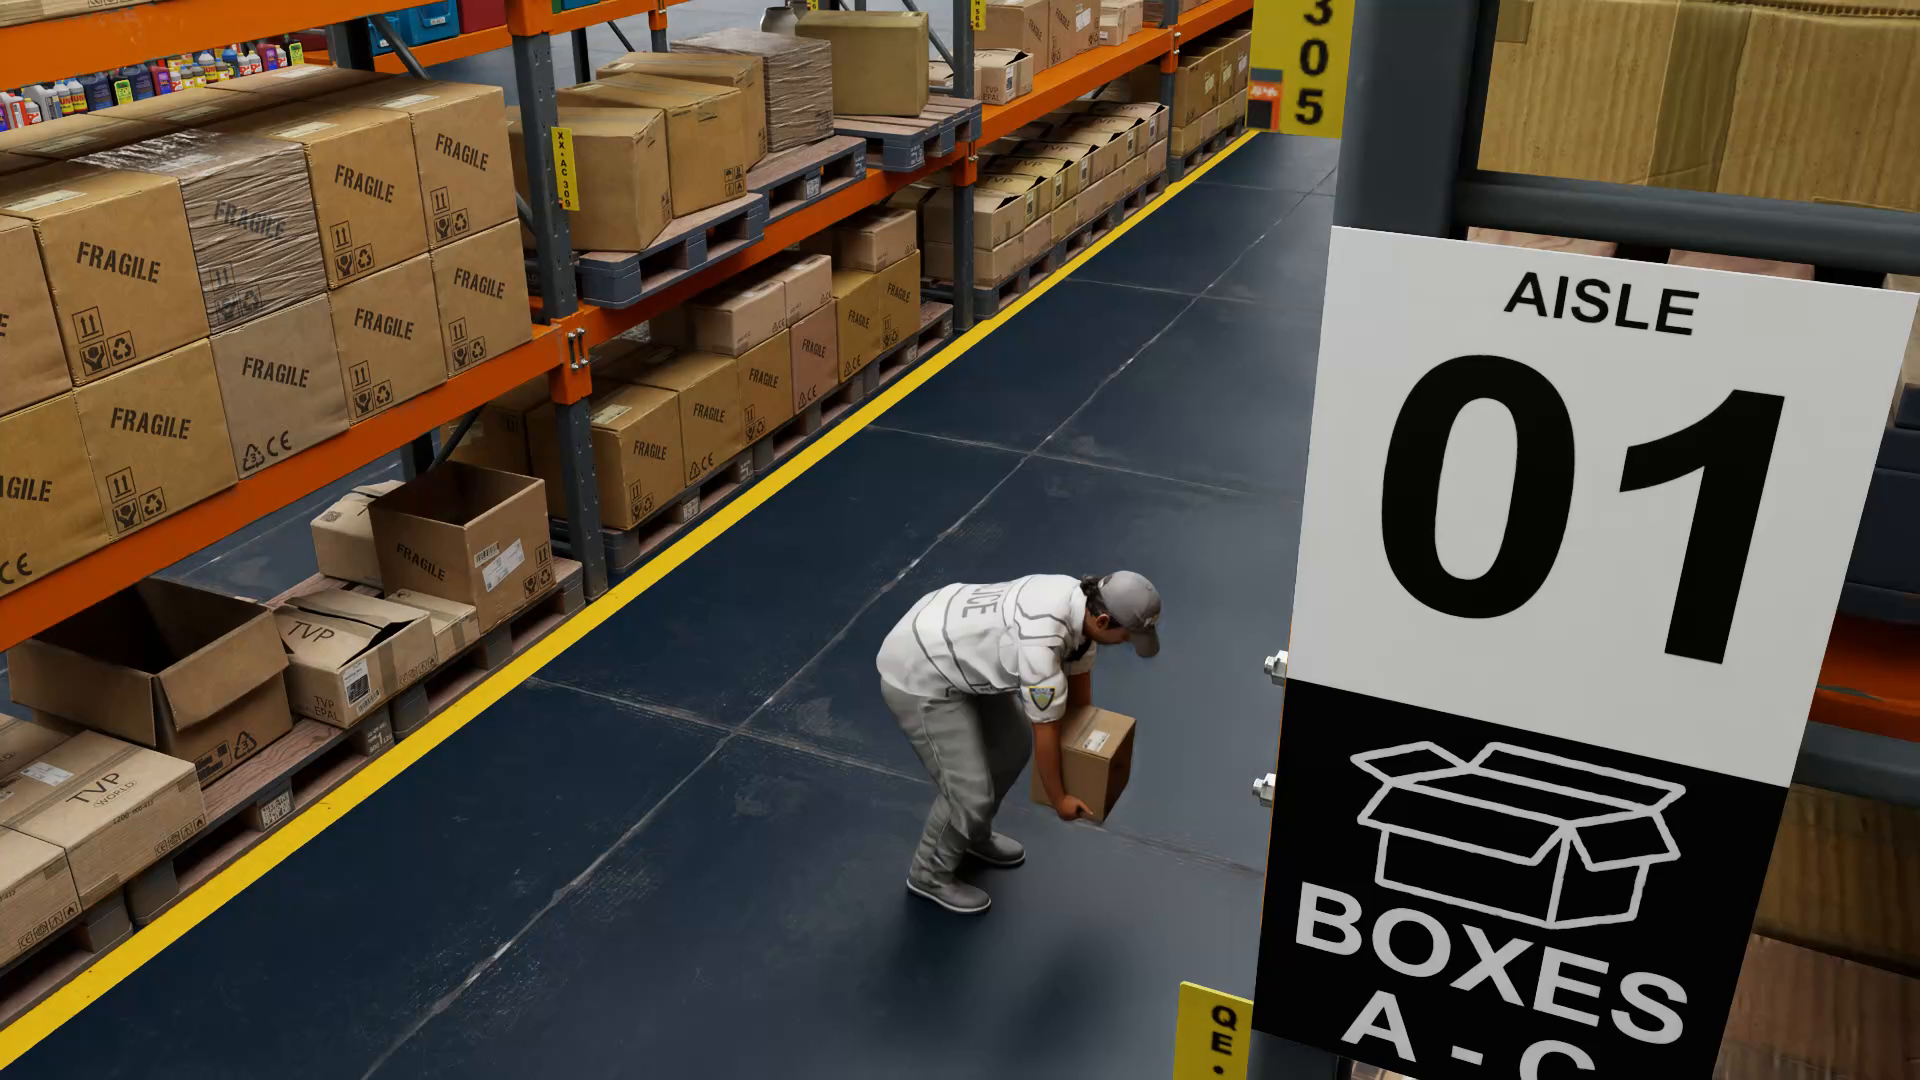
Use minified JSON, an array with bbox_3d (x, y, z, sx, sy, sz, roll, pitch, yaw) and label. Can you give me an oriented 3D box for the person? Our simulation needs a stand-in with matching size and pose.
[{"bbox_3d":[0.181,0.614,5.337,0.892,1.256,0.475,10,28,20],"label":"person"}]
